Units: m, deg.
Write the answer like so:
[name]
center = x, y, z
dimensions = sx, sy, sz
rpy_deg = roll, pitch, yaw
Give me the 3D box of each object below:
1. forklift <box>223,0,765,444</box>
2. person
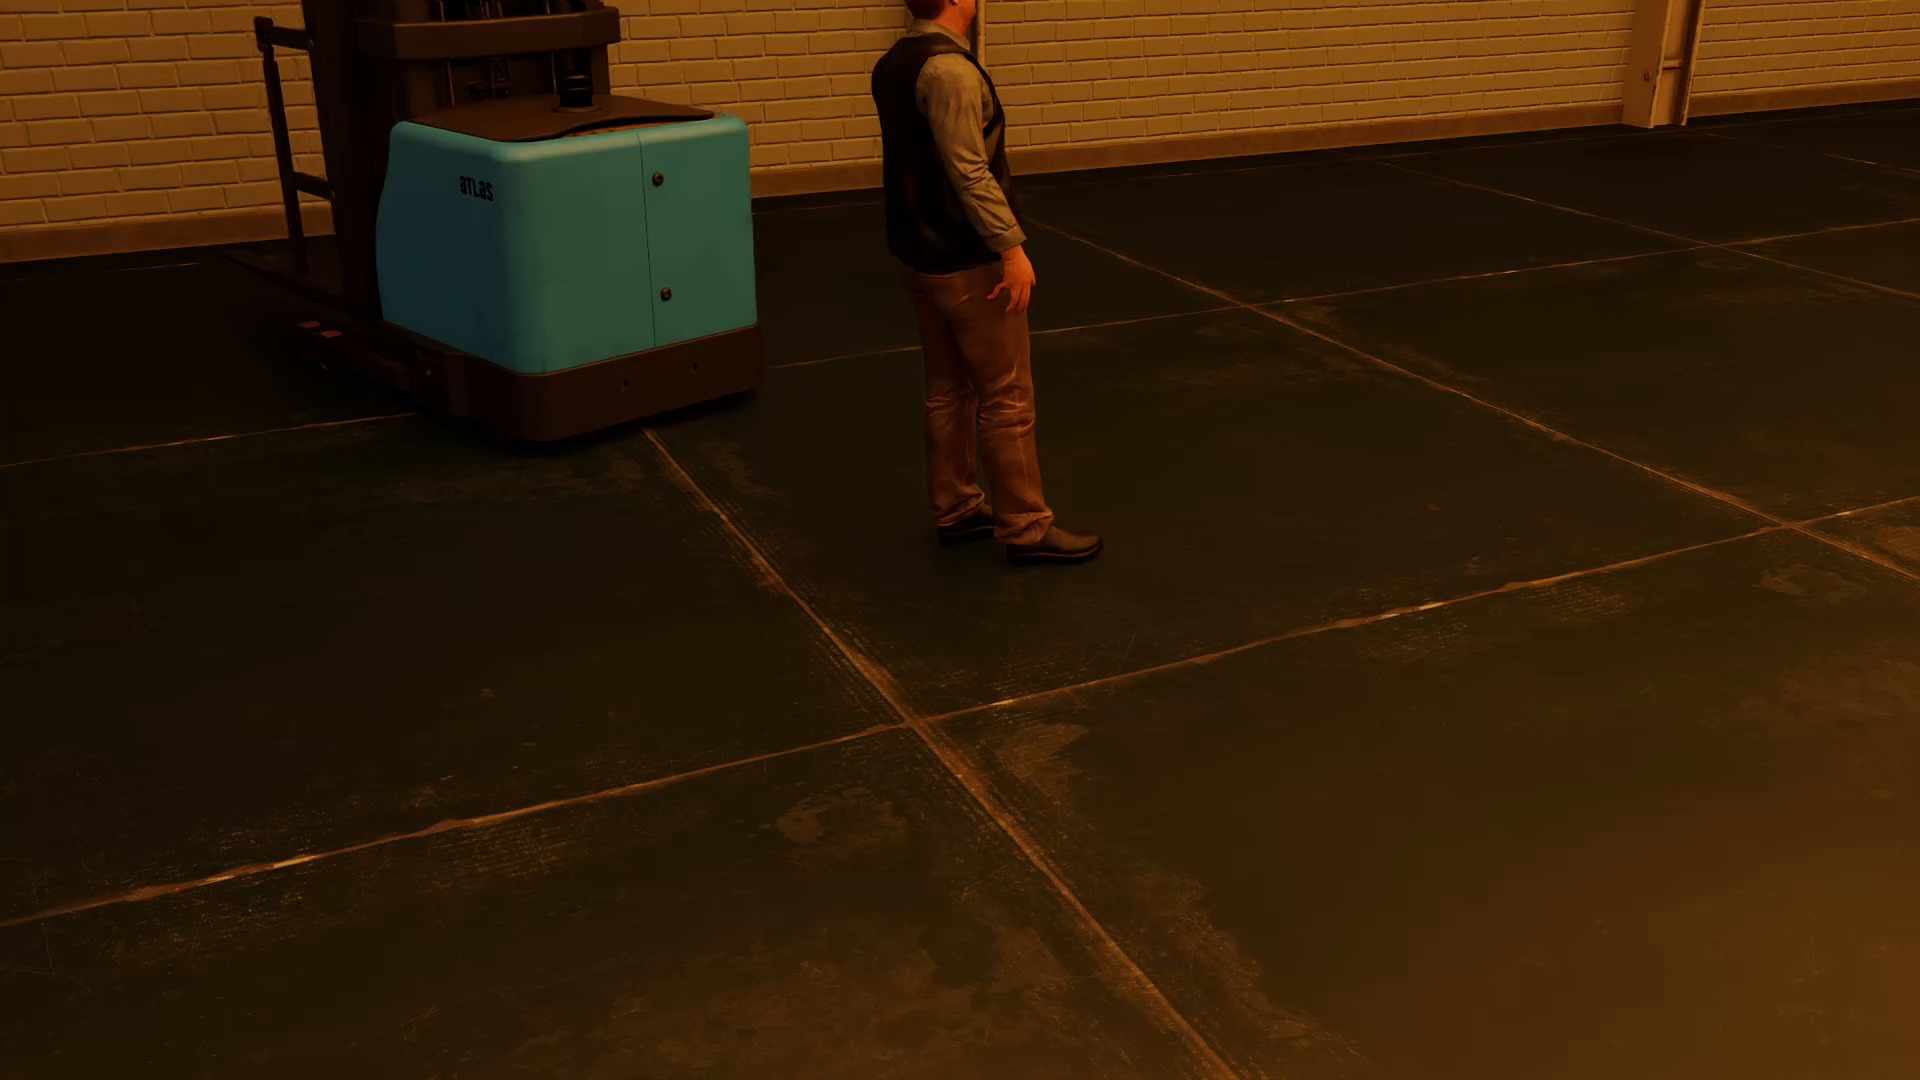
[forklift]
center = -2.139, -2.163, 6.493
dimensions = 1.130, 2.935, 3.031
rpy_deg = -21, 30, -40
[person]
center = 0.060, -0.809, 4.791
dimensions = 0.568, 1.720, 0.632
rpy_deg = -10, 25, -23
